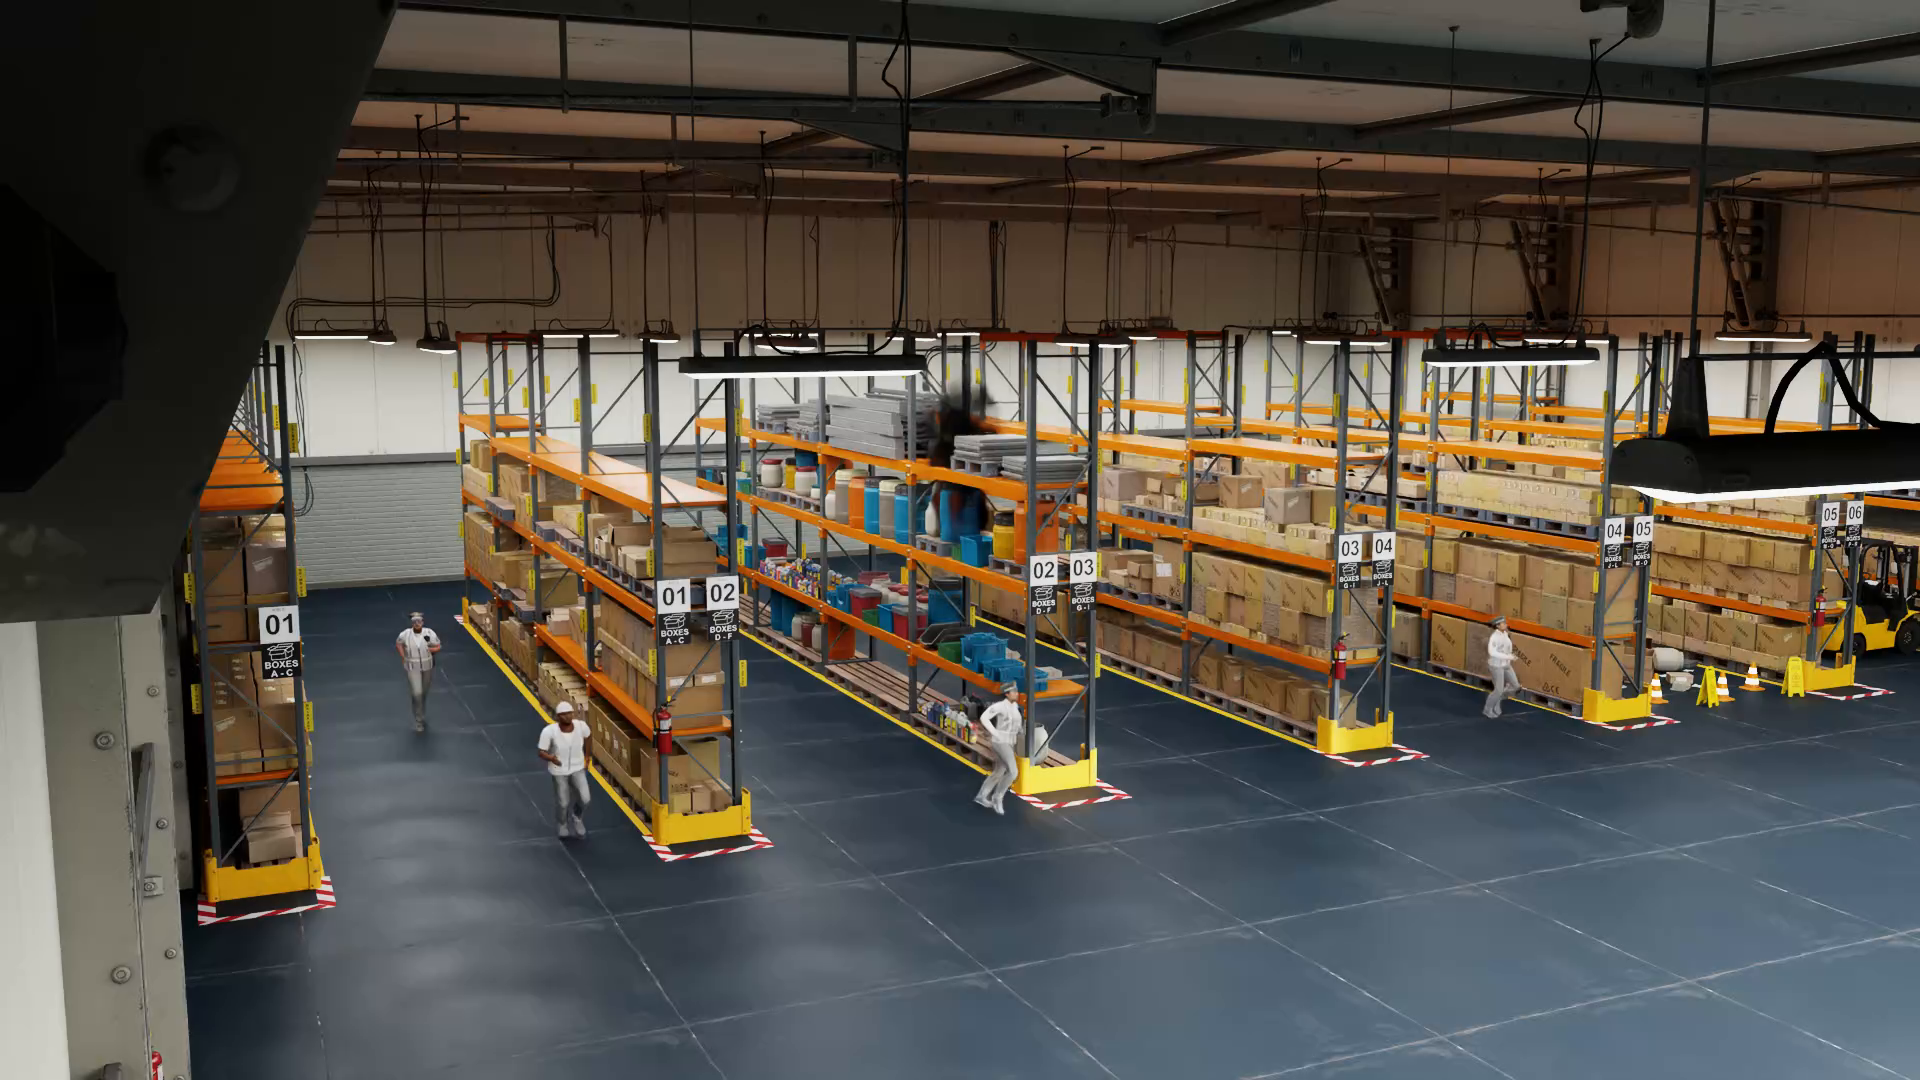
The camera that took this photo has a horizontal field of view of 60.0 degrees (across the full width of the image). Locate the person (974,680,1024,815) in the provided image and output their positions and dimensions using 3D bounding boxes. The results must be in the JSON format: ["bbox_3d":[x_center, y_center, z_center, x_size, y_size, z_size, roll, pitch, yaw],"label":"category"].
[{"bbox_3d":[0.546,2.647,21.407,0.618,1.716,0.602,4,9,26],"label":"person"}]

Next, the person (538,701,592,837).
[{"bbox_3d":[-4.721,2.777,20.047,0.696,1.712,0.728,-4,9,-26],"label":"person"}]

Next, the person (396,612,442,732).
[{"bbox_3d":[-8.339,2.009,25.720,0.629,1.856,0.794,-4,9,-29],"label":"person"}]

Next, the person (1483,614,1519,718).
[{"bbox_3d":[8.516,1.984,26.121,0.562,1.663,0.671,7,11,43],"label":"person"}]
